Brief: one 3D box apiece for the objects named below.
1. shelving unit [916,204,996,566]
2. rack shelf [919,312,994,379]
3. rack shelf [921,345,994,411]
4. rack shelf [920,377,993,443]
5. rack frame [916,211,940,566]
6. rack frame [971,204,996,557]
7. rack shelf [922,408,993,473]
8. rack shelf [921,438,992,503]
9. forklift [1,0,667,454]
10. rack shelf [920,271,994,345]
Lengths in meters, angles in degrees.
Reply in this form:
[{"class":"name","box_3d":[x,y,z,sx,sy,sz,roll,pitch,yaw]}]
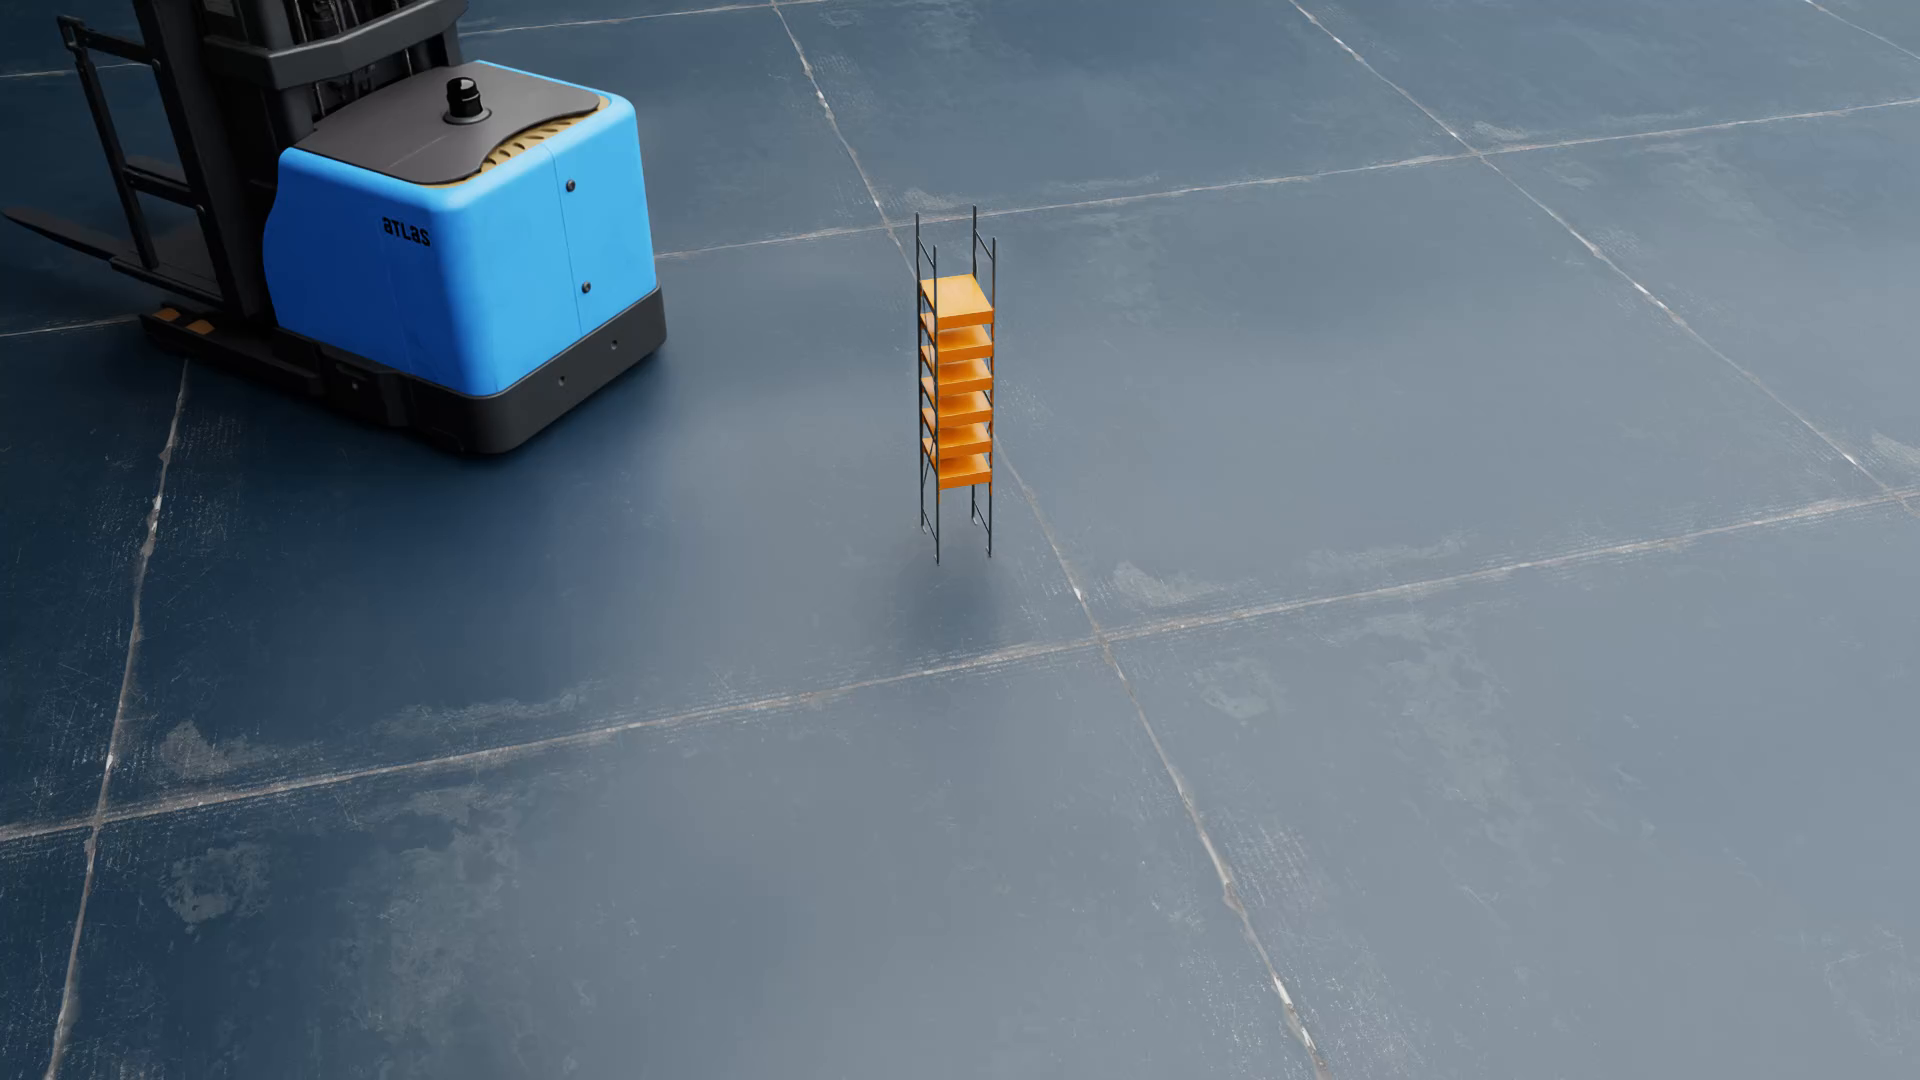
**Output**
[{"class":"shelving unit","box_3d":[-0.014,-0.474,5.382,0.189,1.200,0.258,-9,38,-12]},{"class":"rack shelf","box_3d":[-0.014,-0.630,5.264,0.180,0.103,0.258,-9,38,-12]},{"class":"rack shelf","box_3d":[-0.014,-0.534,5.337,0.180,0.103,0.258,-9,38,-12]},{"class":"rack shelf","box_3d":[-0.014,-0.439,5.409,0.180,0.103,0.258,-9,38,-12]},{"class":"rack frame","box_3d":[-0.102,-0.460,5.364,0.006,1.200,0.240,-9,38,-12]},{"class":"rack frame","box_3d":[0.074,-0.489,5.401,0.006,1.200,0.240,-9,38,-12]},{"class":"rack shelf","box_3d":[-0.014,-0.344,5.482,0.180,0.103,0.258,-9,38,-12]},{"class":"rack shelf","box_3d":[-0.014,-0.248,5.555,0.180,0.103,0.258,-9,38,-12]},{"class":"forklift","box_3d":[-2.713,-2.133,6.126,3.031,2.935,1.130,20,42,24]},{"class":"rack shelf","box_3d":[-0.014,-0.725,5.191,0.180,0.103,0.258,-9,38,-12]}]
